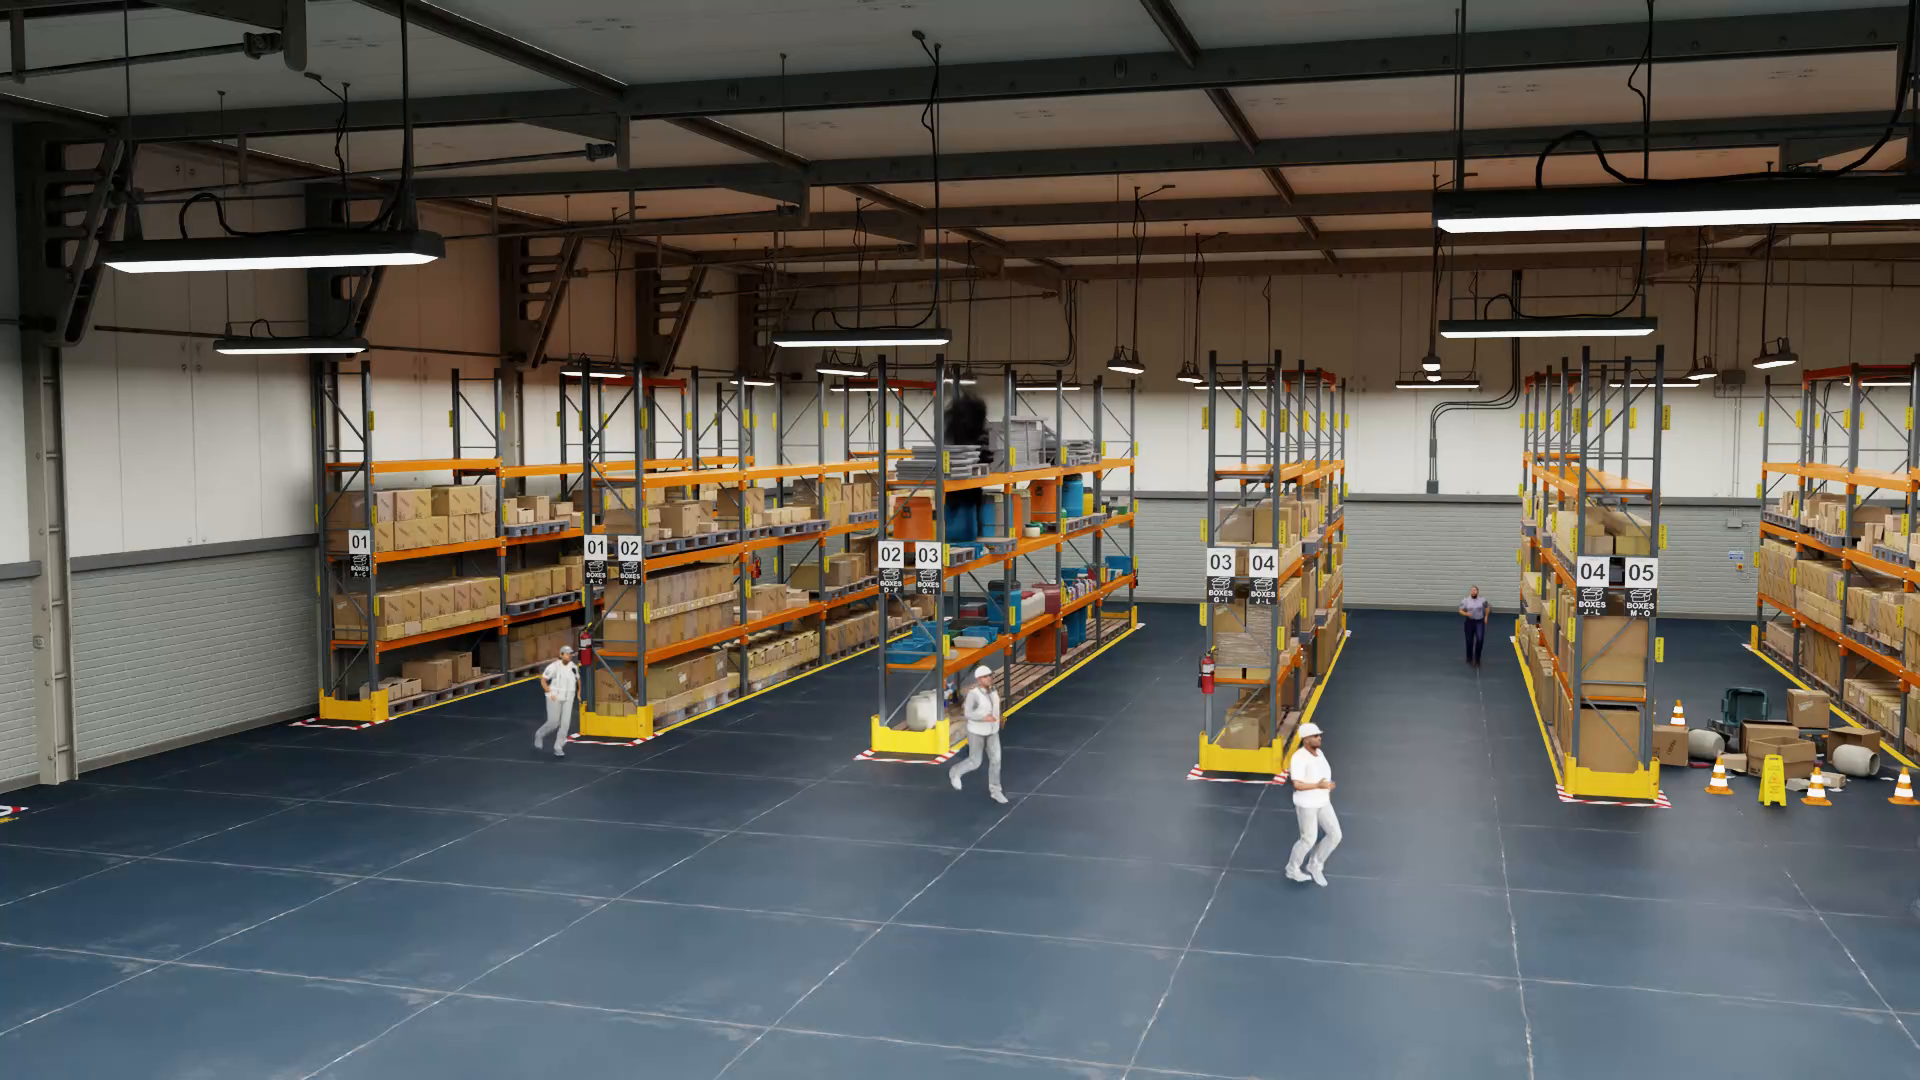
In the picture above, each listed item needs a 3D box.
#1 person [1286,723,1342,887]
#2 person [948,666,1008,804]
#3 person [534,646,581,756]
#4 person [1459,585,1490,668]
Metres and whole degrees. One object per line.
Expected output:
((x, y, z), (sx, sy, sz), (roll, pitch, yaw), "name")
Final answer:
((3.815, 2.856, 17.848), (0.676, 1.788, 0.668), (-4, 6, -44), "person")
((0.285, 2.545, 22.036), (0.668, 1.781, 0.958), (-3, 5, -39), "person")
((-6.001, 2.405, 25.085), (0.687, 1.611, 0.641), (-3, 5, -40), "person")
((10.507, 1.777, 33.997), (0.604, 1.686, 0.718), (1, 4, 17), "person")
